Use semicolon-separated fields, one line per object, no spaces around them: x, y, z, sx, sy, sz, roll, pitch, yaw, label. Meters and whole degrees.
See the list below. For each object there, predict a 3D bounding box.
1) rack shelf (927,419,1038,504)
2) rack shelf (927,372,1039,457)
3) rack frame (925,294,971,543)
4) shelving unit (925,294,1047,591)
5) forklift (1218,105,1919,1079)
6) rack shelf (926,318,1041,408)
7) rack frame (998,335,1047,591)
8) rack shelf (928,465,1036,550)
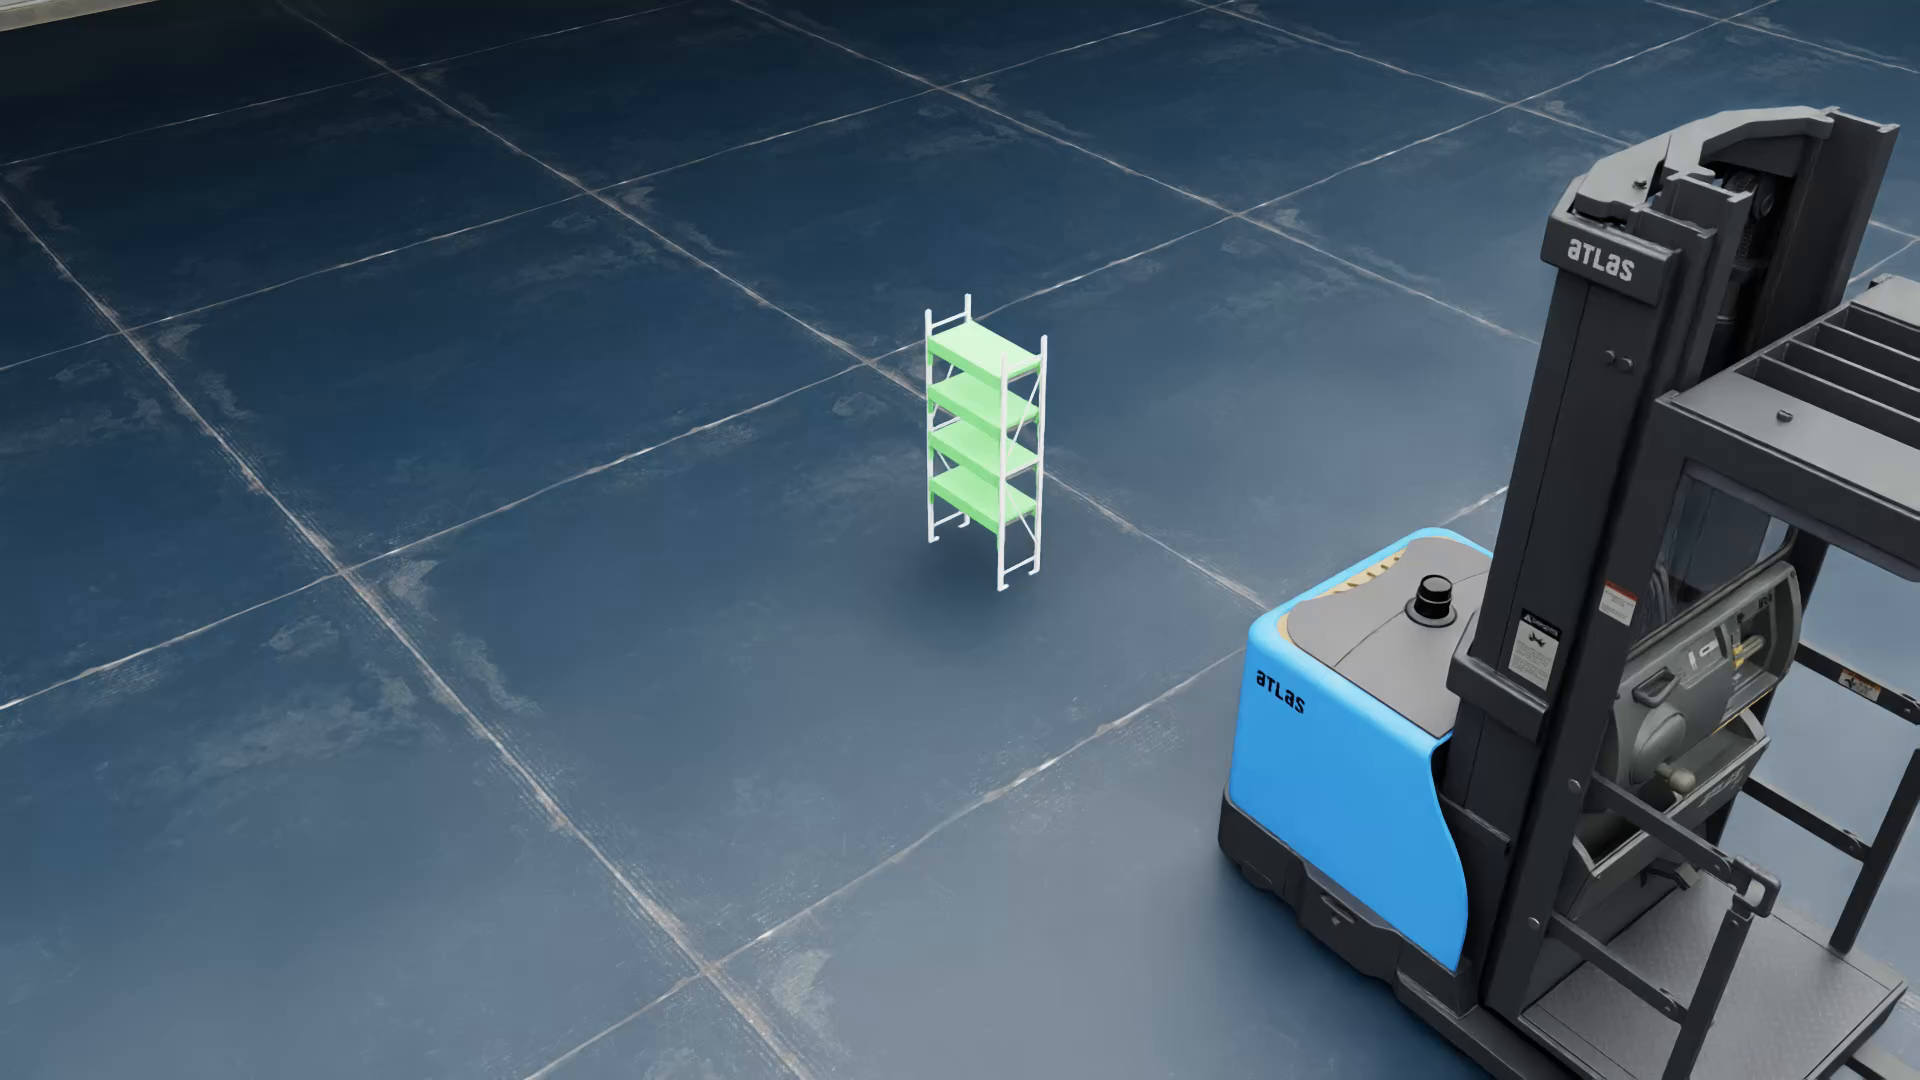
0.107;-0.364;7.337;0.258;0.148;0.480;-26;43;-32;rack shelf
0.107;-0.560;7.198;0.258;0.148;0.480;-26;43;-32;rack shelf
-0.051;-0.524;7.452;0.240;1.200;0.015;-26;43;-32;rack frame
0.107;-0.417;7.300;0.258;1.200;0.503;-26;43;-32;shelving unit
2.248;0.451;4.577;1.130;2.935;3.031;-25;42;-30;forklift
0.107;-0.756;7.060;0.258;0.148;0.480;-26;43;-32;rack shelf
0.264;-0.309;7.148;0.240;1.200;0.015;-26;43;-32;rack frame
0.107;-0.169;7.476;0.258;0.148;0.480;-26;43;-32;rack shelf
